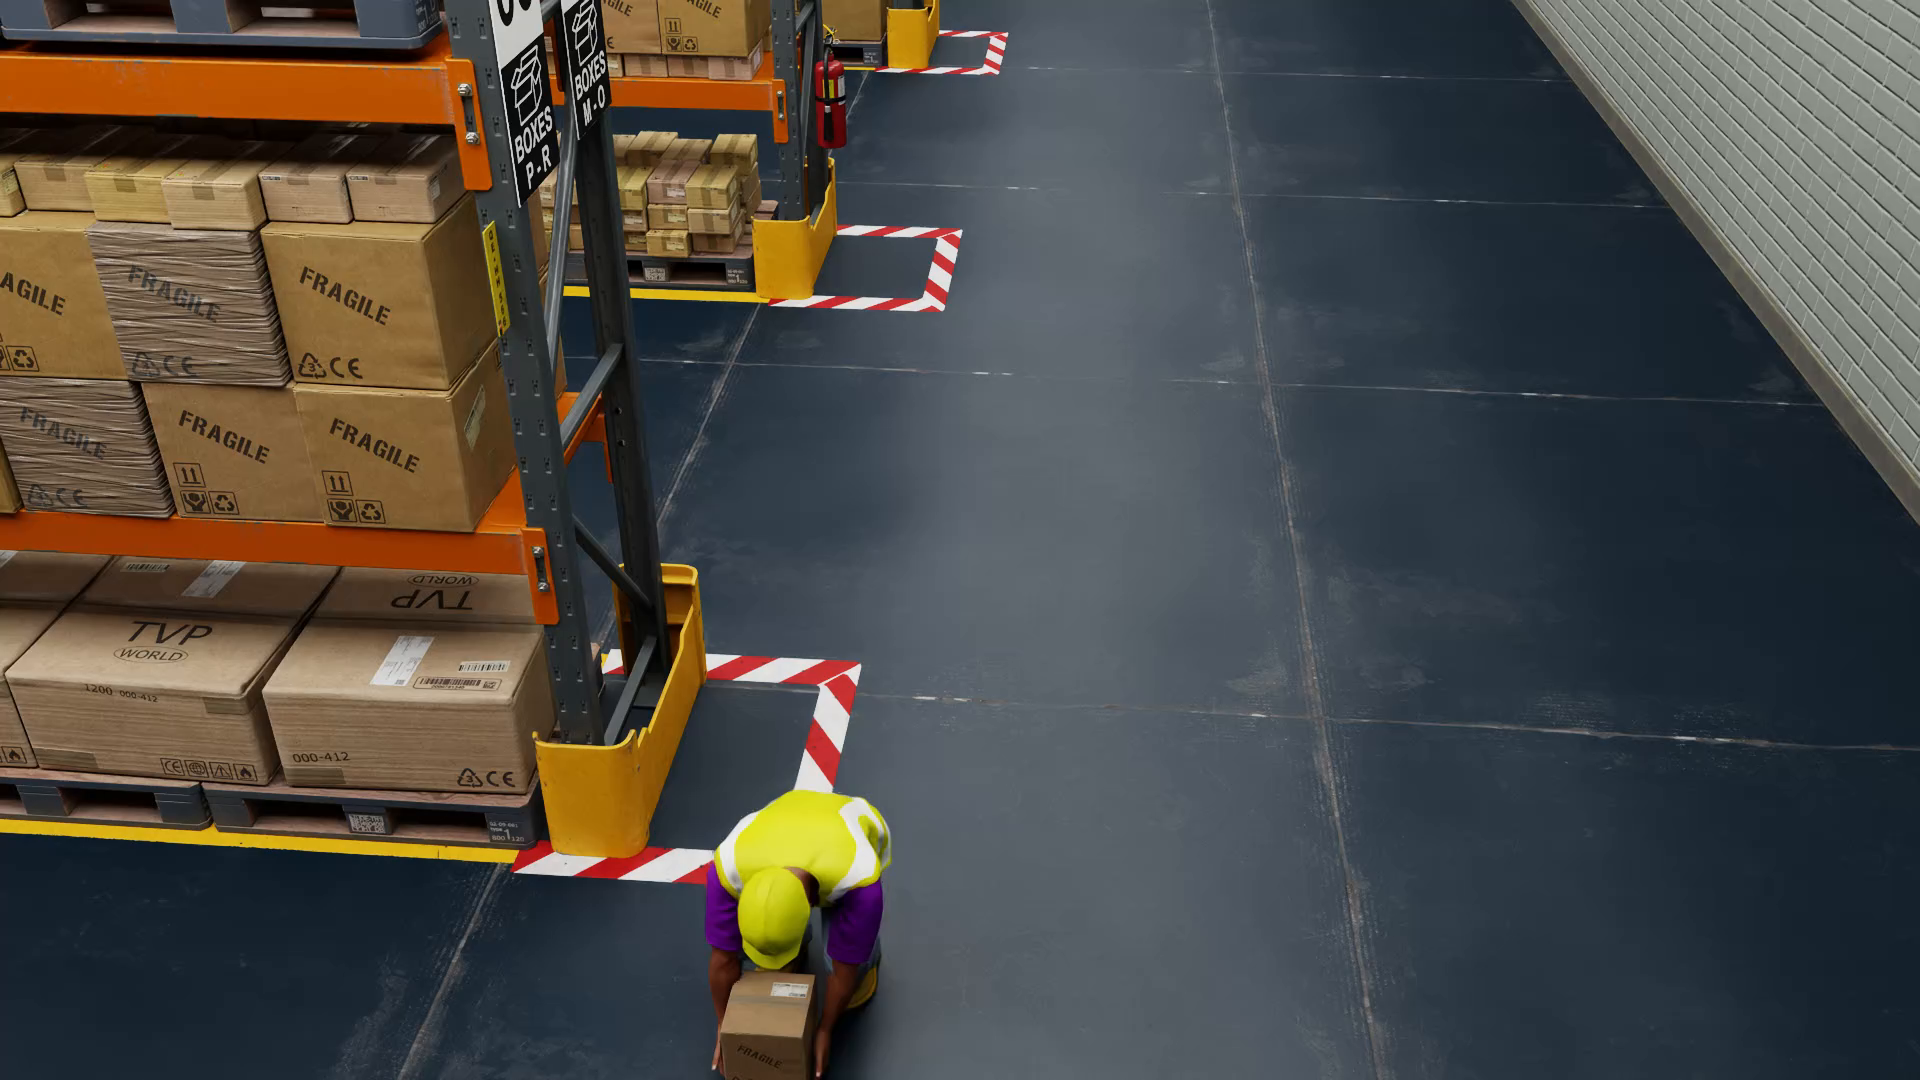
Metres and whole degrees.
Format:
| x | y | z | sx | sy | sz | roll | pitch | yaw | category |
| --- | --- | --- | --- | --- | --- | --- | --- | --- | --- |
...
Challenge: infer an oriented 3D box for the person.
| x | y | z | sx | sy | sz | roll | pitch | yaw | category |
| --- | --- | --- | --- | --- | --- | --- | --- | --- | --- |
| -0.460 | 0.693 | 5.000 | 0.502 | 1.761 | 0.587 | 9 | 33 | 14 | person |
